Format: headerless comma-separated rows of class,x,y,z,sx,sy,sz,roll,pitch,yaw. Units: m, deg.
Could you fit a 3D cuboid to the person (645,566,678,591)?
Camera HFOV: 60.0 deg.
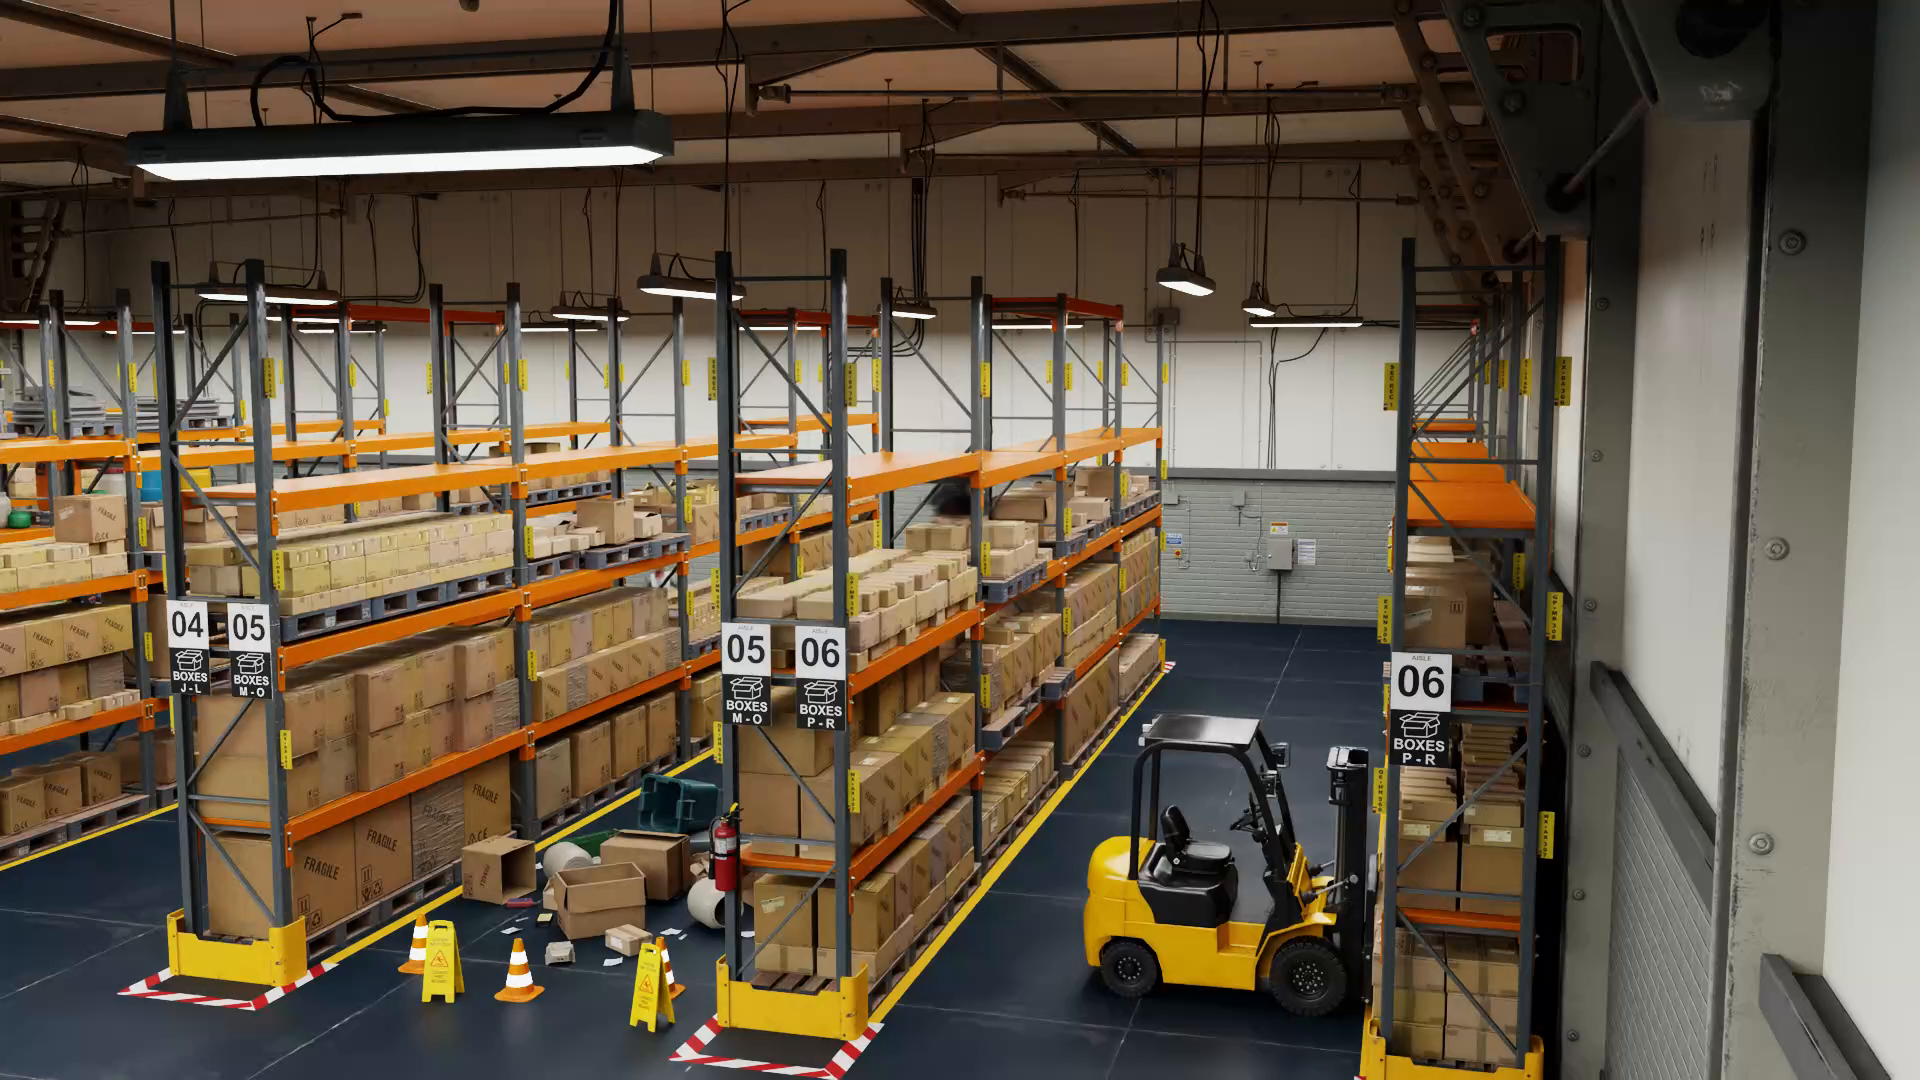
person,-5.264,1.182,29.484,0.737,1.756,0.817,1,6,7
